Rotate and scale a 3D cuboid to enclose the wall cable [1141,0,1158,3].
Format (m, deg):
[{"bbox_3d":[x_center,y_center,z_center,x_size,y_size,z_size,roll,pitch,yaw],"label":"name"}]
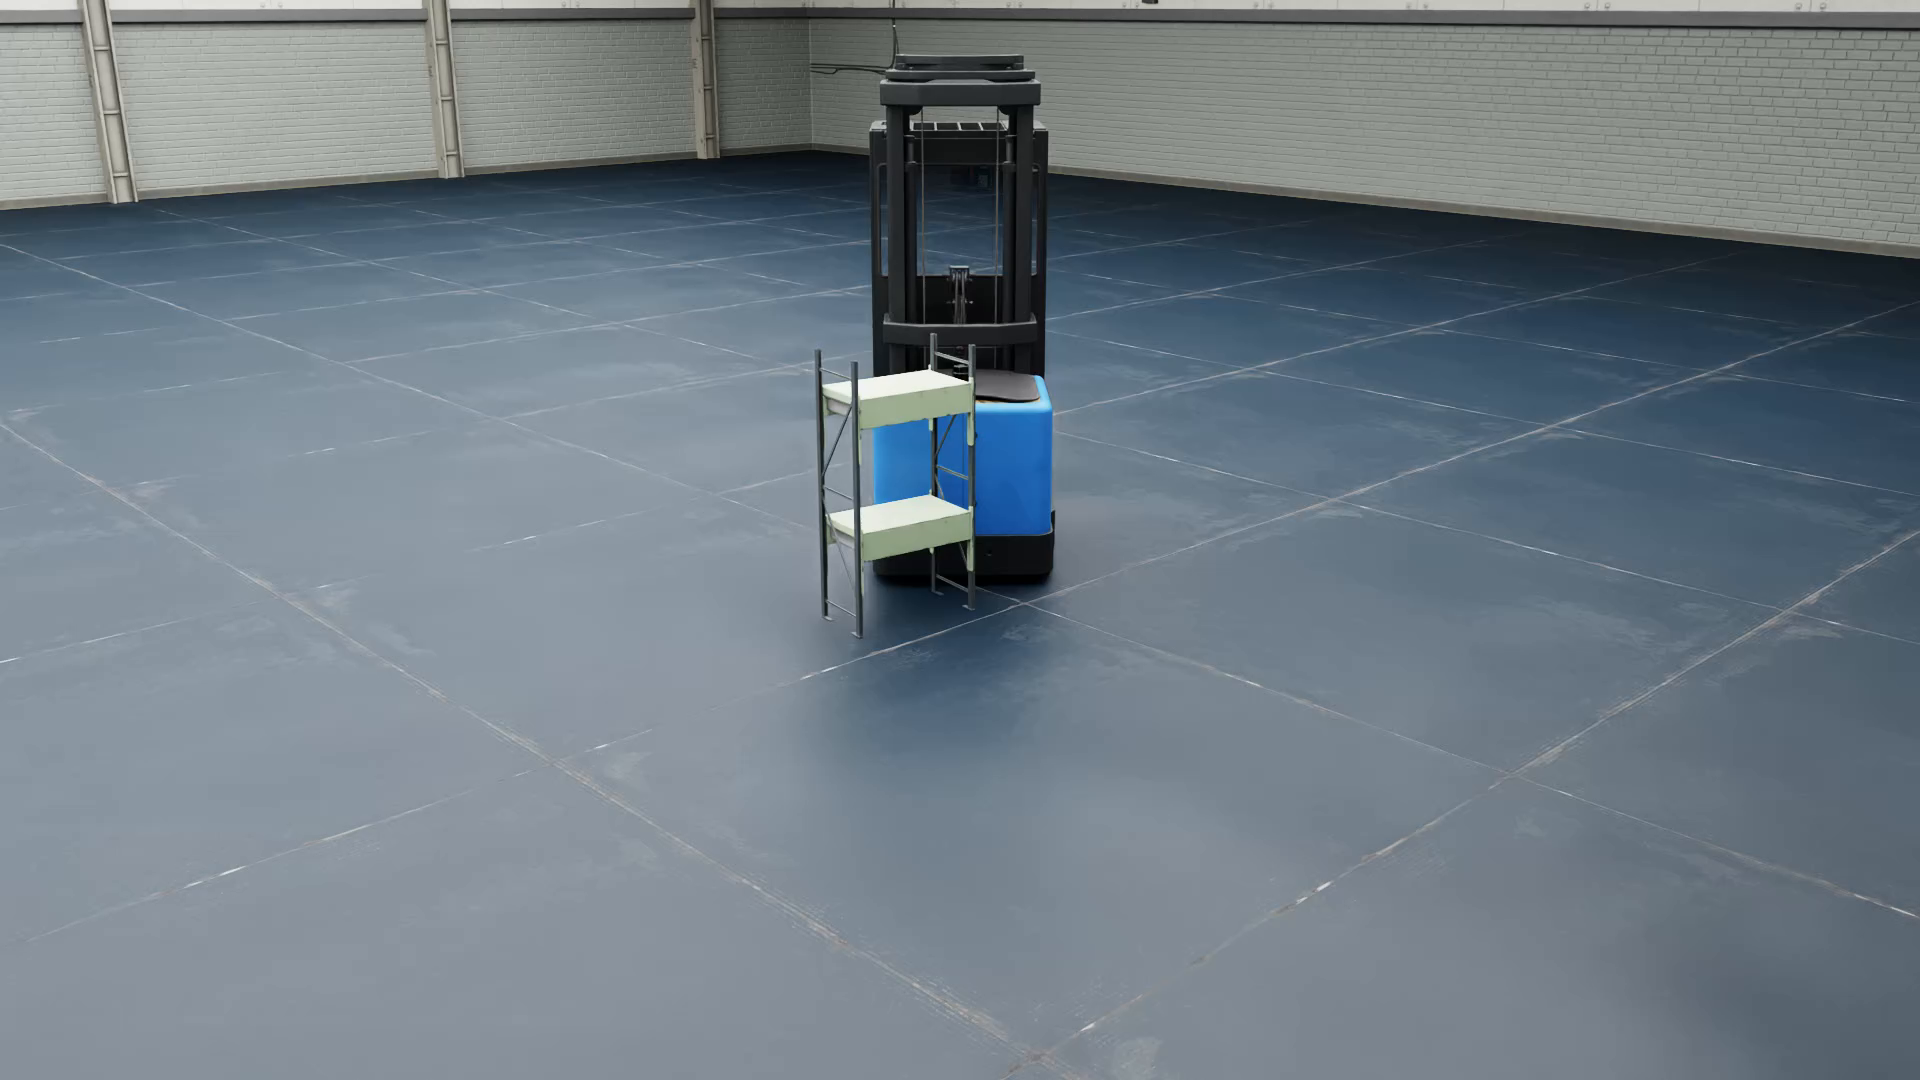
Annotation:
[{"bbox_3d":[4.115,-12.364,28.515,0.169,6.003,2.305,-16,24,-41],"label":"wall cable"}]

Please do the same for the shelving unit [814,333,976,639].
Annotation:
[{"bbox_3d":[-0.340,-0.304,8.990,0.755,1.500,0.431,-12,22,-33],"label":"shelving unit"}]

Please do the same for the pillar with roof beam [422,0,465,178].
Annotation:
[{"bbox_3d":[-6.847,-10.313,27.703,0.400,9.000,9.100,-16,24,-41],"label":"pillar with roof beam"}]

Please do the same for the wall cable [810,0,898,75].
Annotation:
[{"bbox_3d":[-2.396,-11.400,36.090,0.112,2.526,3.097,-16,24,-41],"label":"wall cable"}]

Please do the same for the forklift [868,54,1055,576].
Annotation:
[{"bbox_3d":[-0.013,-1.589,10.632,1.130,2.935,3.031,0,18,-1],"label":"forklift"}]

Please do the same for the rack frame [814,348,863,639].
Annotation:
[{"bbox_3d":[-0.640,-0.239,8.791,0.023,1.500,0.400,-12,22,-33],"label":"rack frame"}]

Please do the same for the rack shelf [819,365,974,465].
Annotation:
[{"bbox_3d":[-0.340,-0.675,8.870,0.720,0.370,0.431,-12,22,-33],"label":"rack shelf"}]

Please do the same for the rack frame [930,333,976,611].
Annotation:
[{"bbox_3d":[-0.039,-0.368,9.189,0.023,1.500,0.400,-12,22,-33],"label":"rack frame"}]

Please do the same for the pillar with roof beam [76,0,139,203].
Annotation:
[{"bbox_3d":[-11.206,-9.042,23.782,0.400,9.000,9.100,-16,24,-41],"label":"pillar with roof beam"}]

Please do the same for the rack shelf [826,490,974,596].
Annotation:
[{"bbox_3d":[-0.340,0.006,9.091,0.720,0.370,0.431,-12,22,-33],"label":"rack shelf"}]

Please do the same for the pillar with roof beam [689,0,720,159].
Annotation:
[{"bbox_3d":[-2.487,-11.585,31.624,0.400,9.000,9.100,-16,24,-41],"label":"pillar with roof beam"}]
